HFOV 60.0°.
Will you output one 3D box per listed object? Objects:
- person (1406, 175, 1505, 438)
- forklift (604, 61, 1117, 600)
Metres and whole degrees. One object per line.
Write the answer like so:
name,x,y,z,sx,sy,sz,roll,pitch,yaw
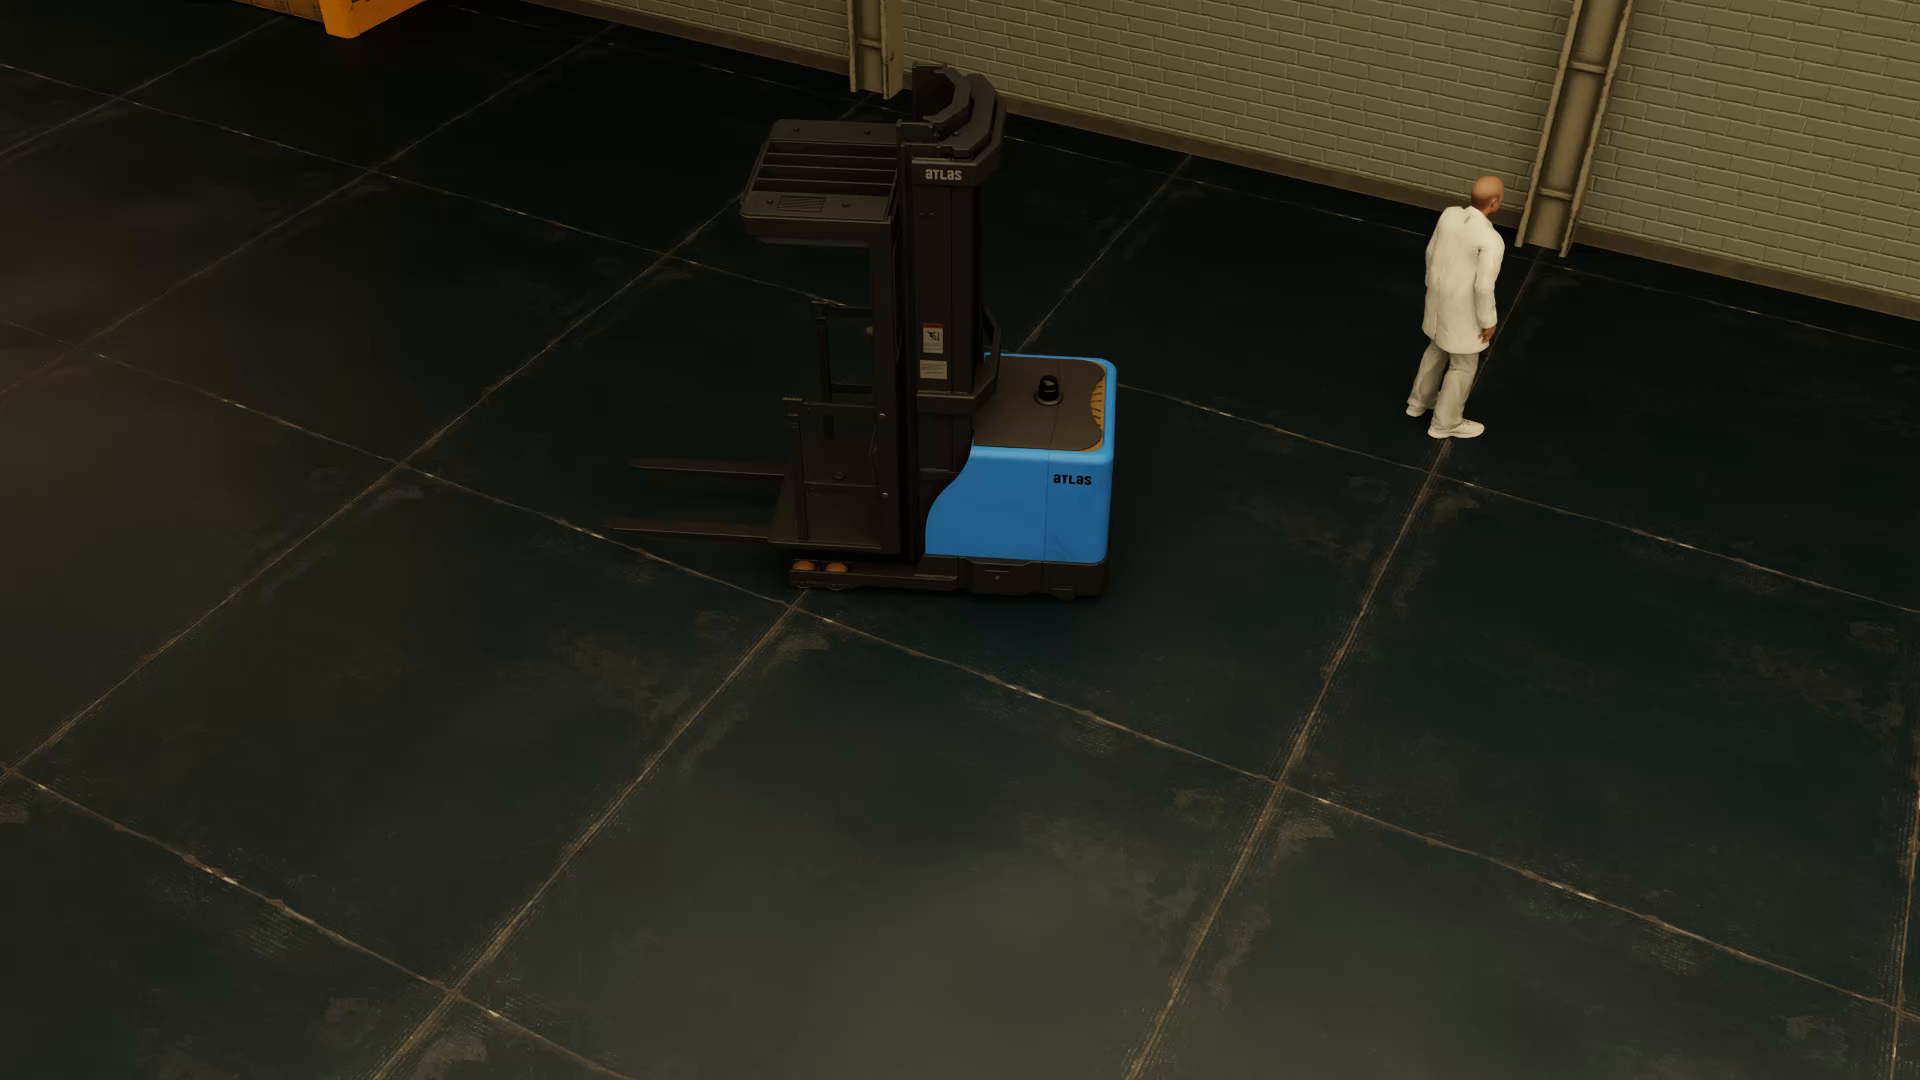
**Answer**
person,3.208,-1.507,10.675,0.431,1.774,0.641,-16,43,-18
forklift,-0.606,-1.157,9.360,3.031,2.935,1.130,3,40,4
